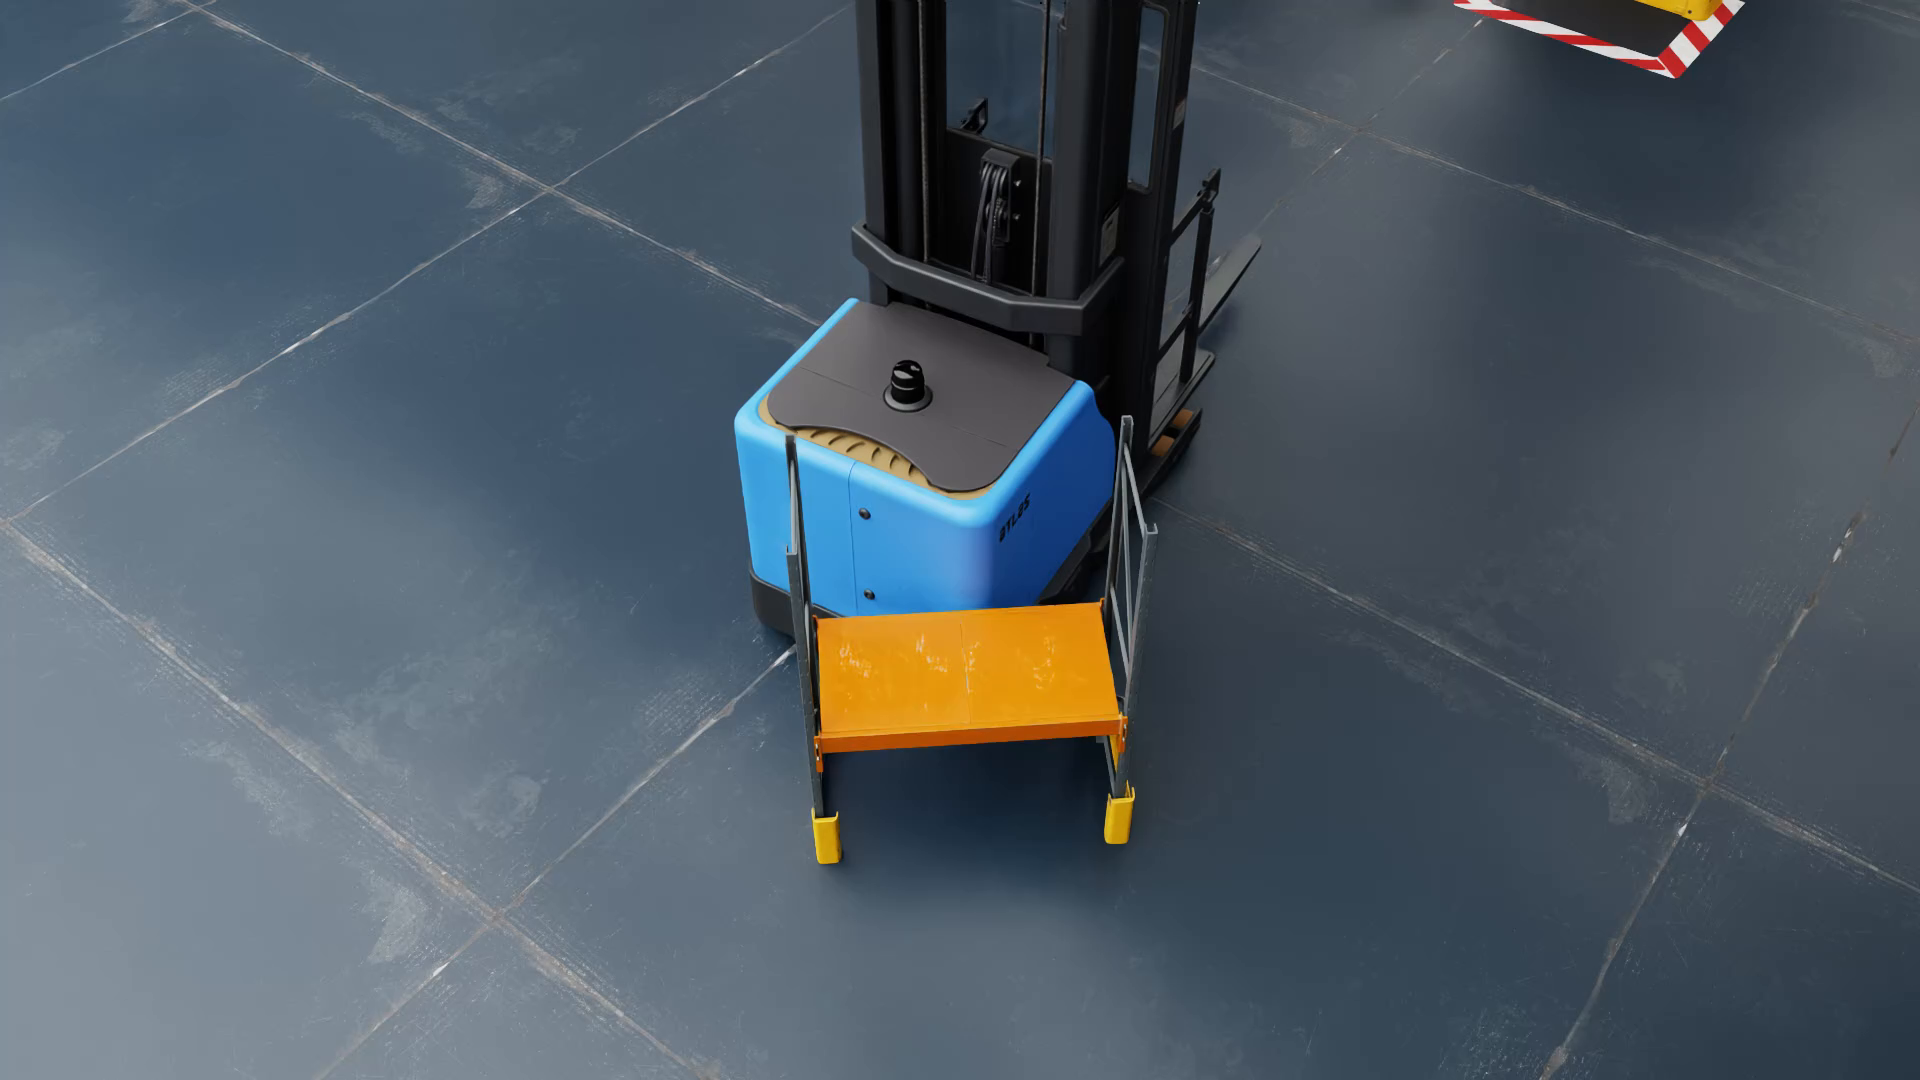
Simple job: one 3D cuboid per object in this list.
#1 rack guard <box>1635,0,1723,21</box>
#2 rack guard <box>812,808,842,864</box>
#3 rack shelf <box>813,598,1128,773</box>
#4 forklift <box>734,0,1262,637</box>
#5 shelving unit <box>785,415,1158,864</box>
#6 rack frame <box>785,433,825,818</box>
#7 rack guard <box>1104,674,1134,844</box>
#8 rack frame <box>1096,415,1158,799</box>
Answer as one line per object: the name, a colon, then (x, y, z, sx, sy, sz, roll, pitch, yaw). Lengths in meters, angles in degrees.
rack guard: (3.935, -3.511, 9.758, 1.175, 0.500, 0.348, 29, 53, 25)
rack guard: (-0.470, 0.809, 5.804, 0.087, 0.250, 0.587, -3, 46, -3)
rack shelf: (0.017, 0.474, 5.509, 1.000, 0.185, 0.538, -3, 46, -3)
forklift: (0.375, -1.442, 6.101, 1.130, 2.935, 3.031, 22, 50, 20)
shelving unit: (4.658, -4.633, 9.931, 11.382, 1.800, 13.309, -3, 46, -3)
rack frame: (4.660, -4.649, 9.947, 11.374, 1.800, 13.265, -3, 46, -3)
rack guard: (0.523, 0.753, 5.858, 0.087, 0.250, 0.587, -3, 46, -3)
rack frame: (0.524, 0.321, 5.406, 0.032, 1.500, 0.500, -3, 46, -3)
